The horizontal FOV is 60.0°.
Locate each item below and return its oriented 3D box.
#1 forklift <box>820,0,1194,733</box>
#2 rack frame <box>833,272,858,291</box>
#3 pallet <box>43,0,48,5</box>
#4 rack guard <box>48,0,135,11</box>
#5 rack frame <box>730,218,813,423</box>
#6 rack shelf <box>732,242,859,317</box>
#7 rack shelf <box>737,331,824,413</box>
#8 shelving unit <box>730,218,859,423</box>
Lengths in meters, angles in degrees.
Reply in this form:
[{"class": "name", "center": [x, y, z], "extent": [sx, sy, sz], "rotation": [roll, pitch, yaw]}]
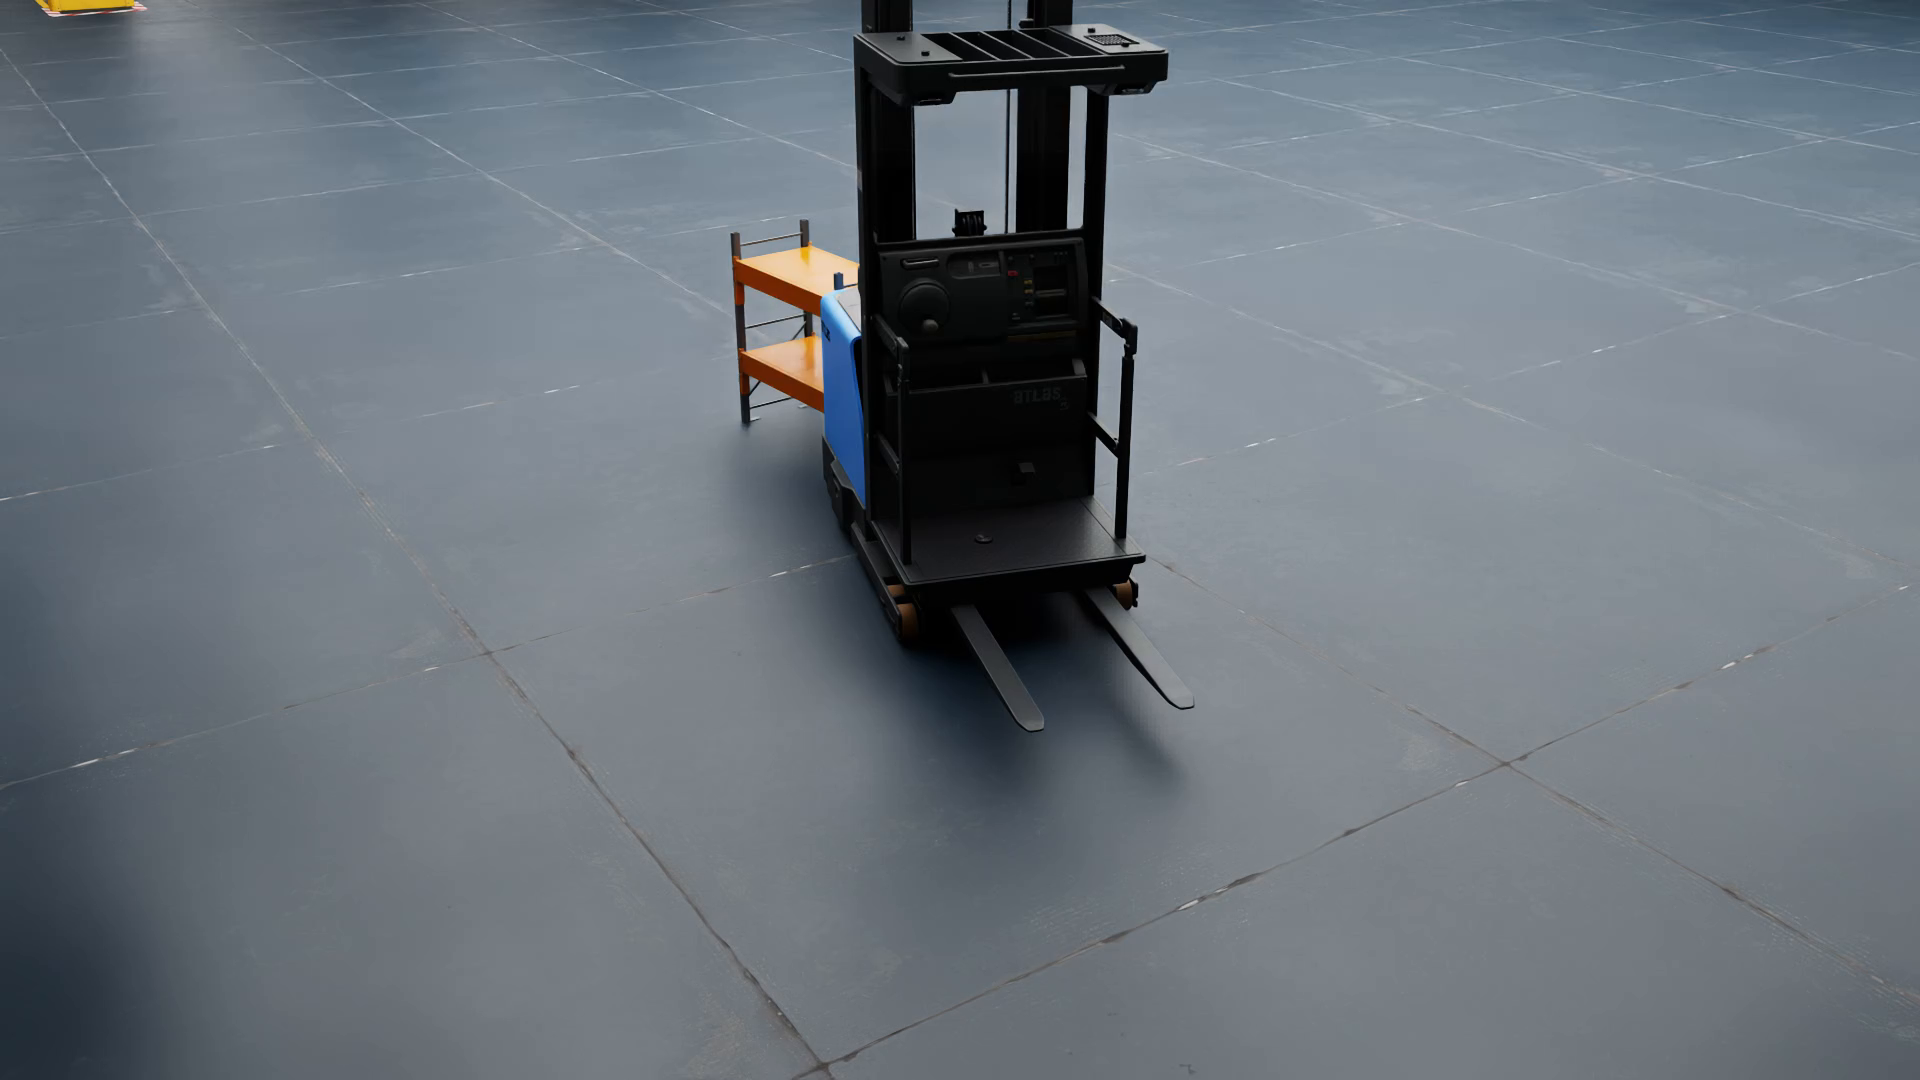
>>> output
[{"class": "forklift", "center": [0.169, -1.069, 7.080], "extent": [1.130, 2.935, 3.031], "rotation": [-7, 26, -14]}, {"class": "rack frame", "center": [-0.443, -0.918, 8.877], "extent": [0.500, 1.125, 0.032], "rotation": [-18, 31, -34]}, {"class": "pallet", "center": [-13.850, -8.585, 26.188], "extent": [1.003, 0.211, 1.213], "rotation": [-16, 29, -30]}, {"class": "rack guard", "center": [-13.384, -8.443, 25.550], "extent": [1.175, 0.500, 0.348], "rotation": [-16, 29, -30]}, {"class": "rack frame", "center": [-1.069, -1.260, 9.601], "extent": [0.500, 1.125, 0.032], "rotation": [-18, 31, -34]}, {"class": "rack shelf", "center": [-0.756, -1.354, 9.114], "extent": [0.538, 0.278, 1.000], "rotation": [-18, 31, -34]}, {"class": "rack shelf", "center": [-0.756, -0.868, 9.344], "extent": [0.538, 0.278, 1.000], "rotation": [-18, 31, -34]}, {"class": "shelving unit", "center": [-0.756, -1.089, 9.239], "extent": [0.538, 1.125, 1.048], "rotation": [-18, 31, -34]}]
